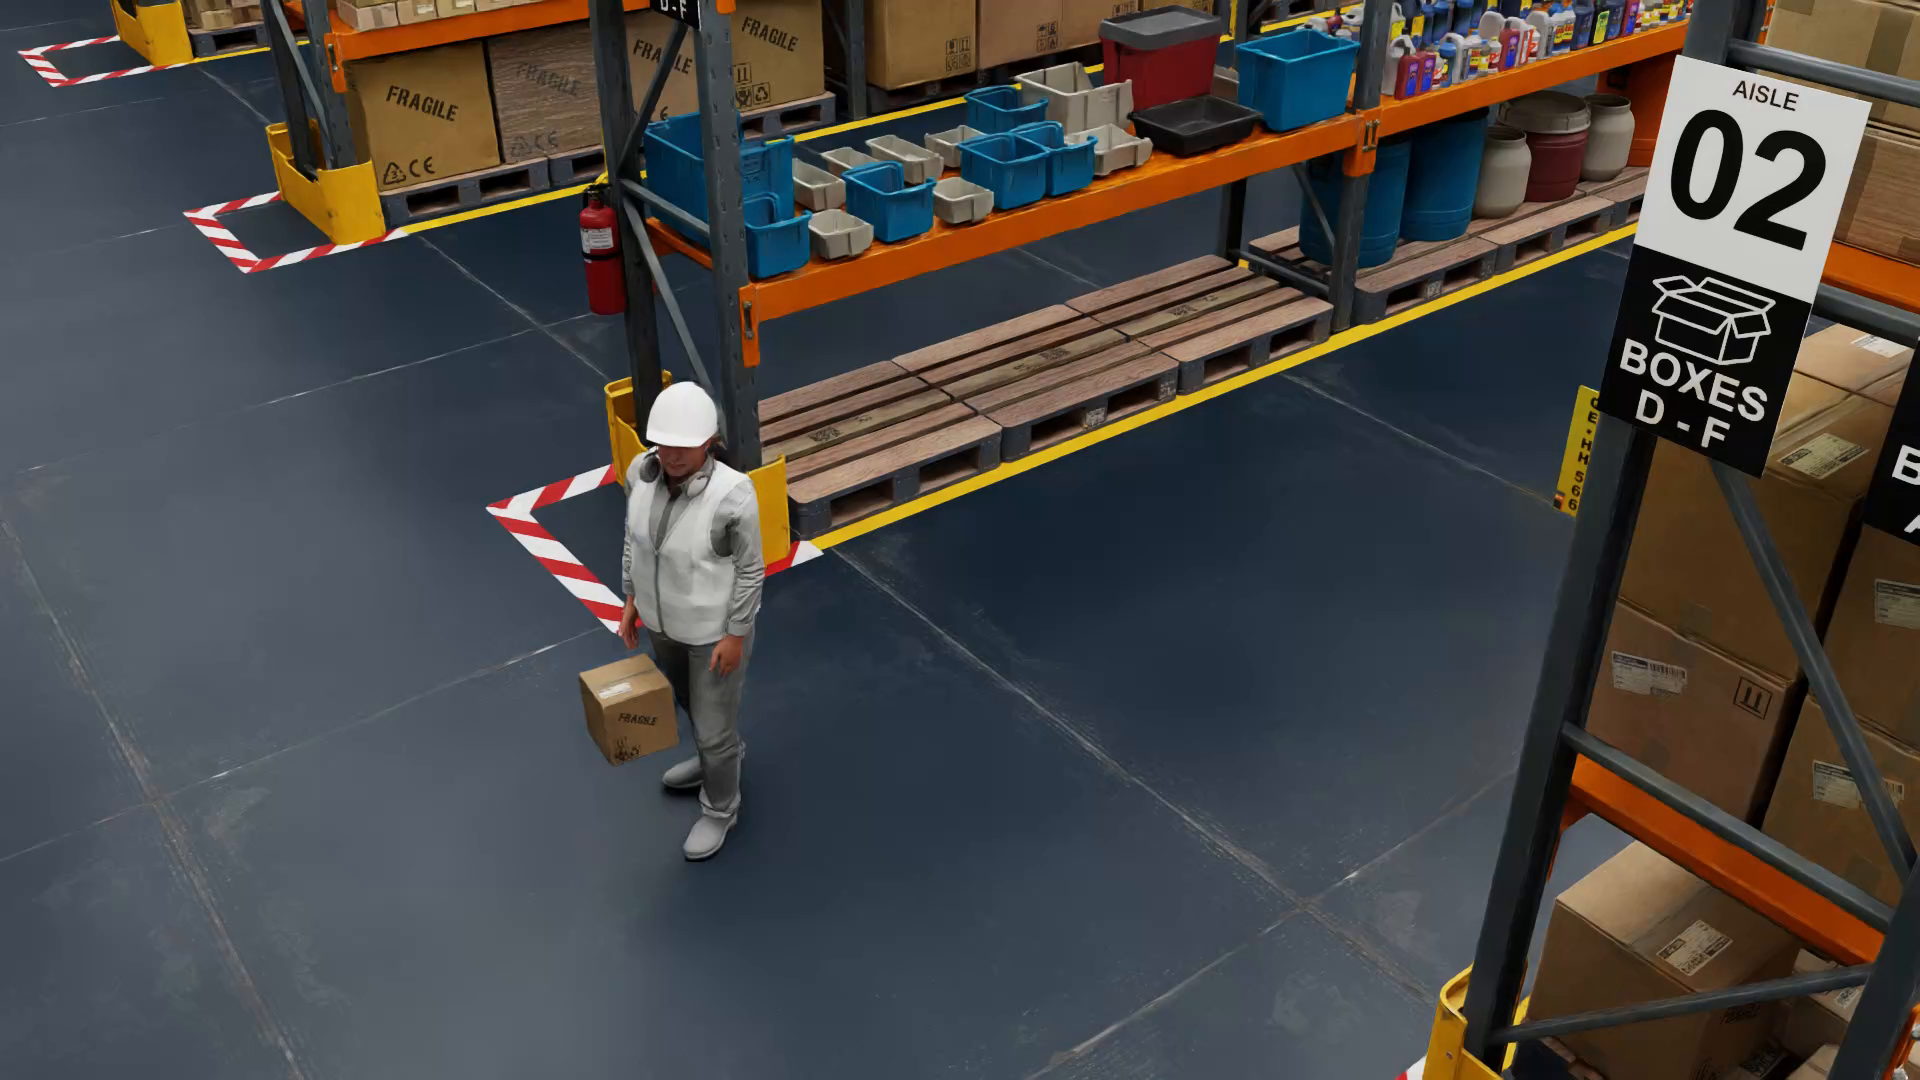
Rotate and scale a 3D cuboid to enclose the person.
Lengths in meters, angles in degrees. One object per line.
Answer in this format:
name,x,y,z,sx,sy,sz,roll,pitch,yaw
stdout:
person,-0.903,0.258,5.699,0.554,1.770,0.538,19,37,27
